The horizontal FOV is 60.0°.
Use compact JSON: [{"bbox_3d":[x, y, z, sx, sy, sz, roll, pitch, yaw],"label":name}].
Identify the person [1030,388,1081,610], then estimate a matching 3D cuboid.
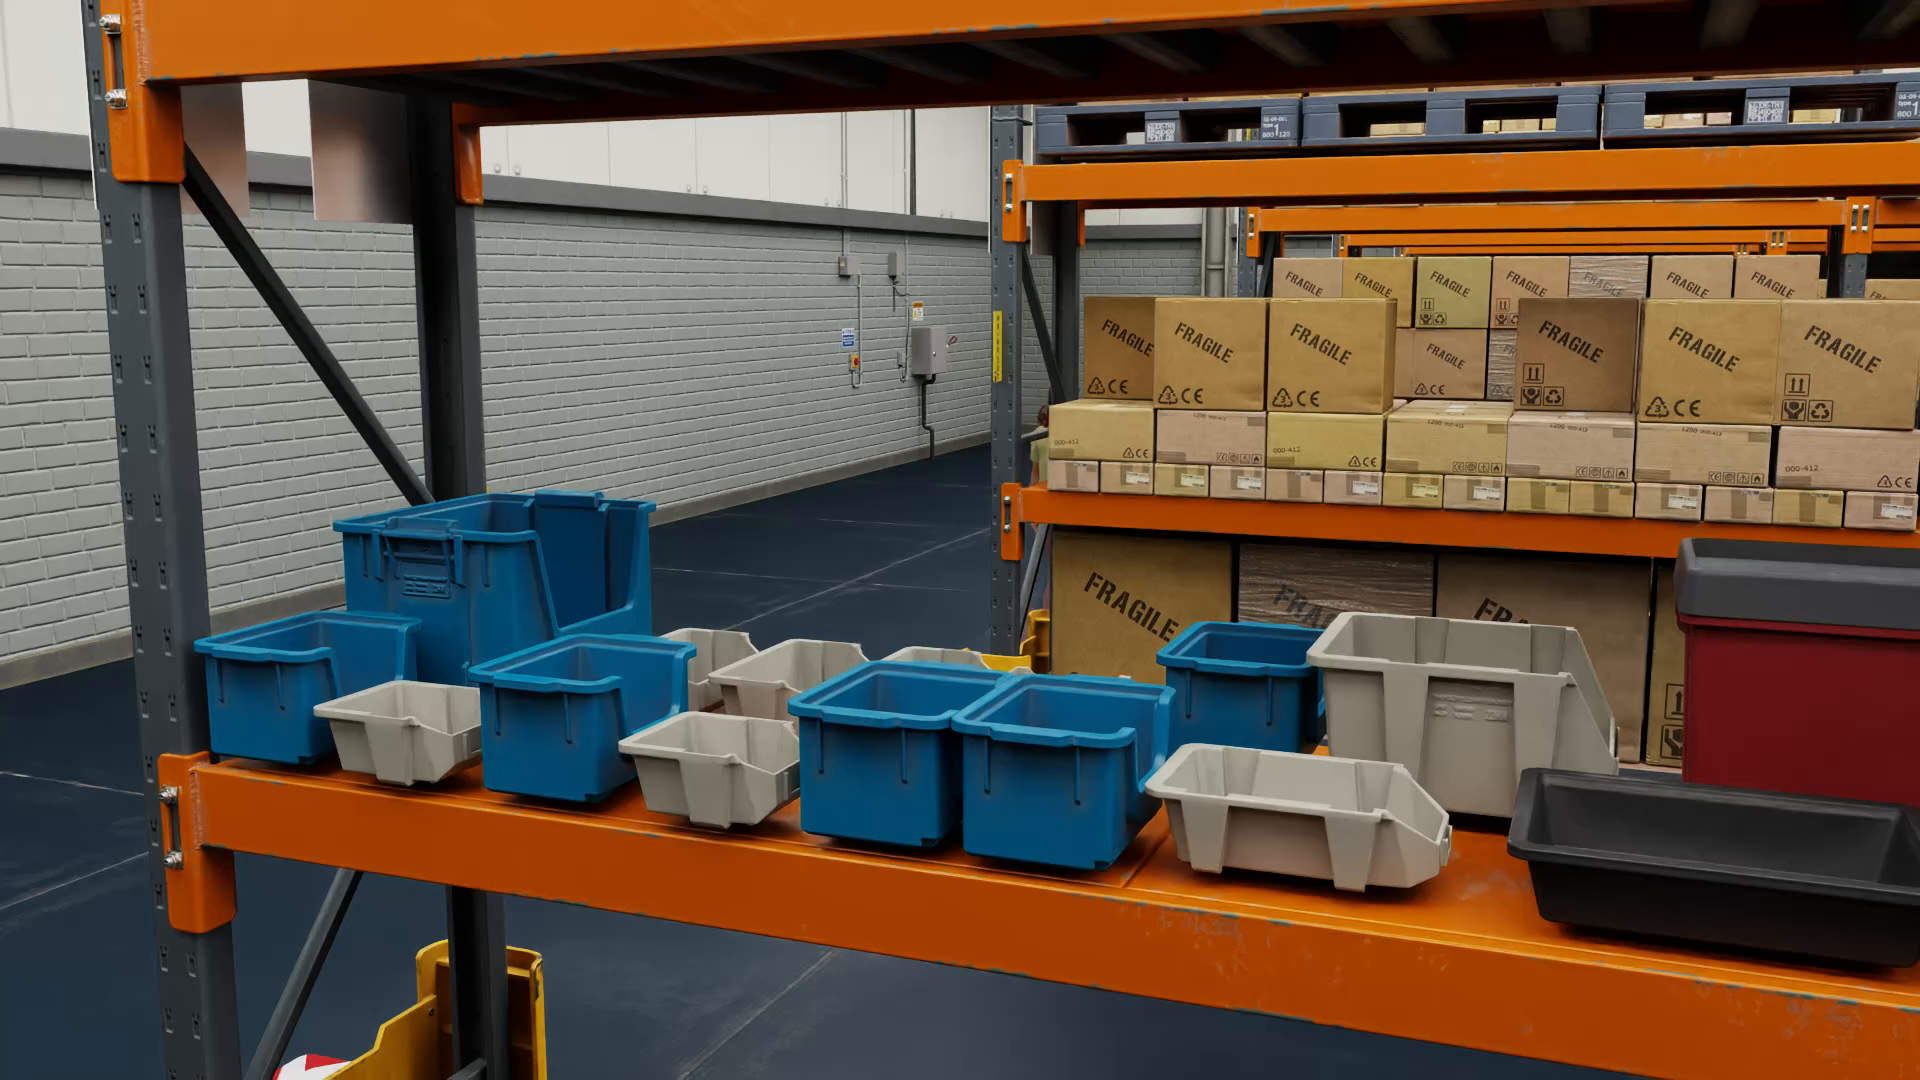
[{"bbox_3d":[0.694,-0.158,10.353,0.679,1.664,0.475,-6,11,-34],"label":"person"}]
